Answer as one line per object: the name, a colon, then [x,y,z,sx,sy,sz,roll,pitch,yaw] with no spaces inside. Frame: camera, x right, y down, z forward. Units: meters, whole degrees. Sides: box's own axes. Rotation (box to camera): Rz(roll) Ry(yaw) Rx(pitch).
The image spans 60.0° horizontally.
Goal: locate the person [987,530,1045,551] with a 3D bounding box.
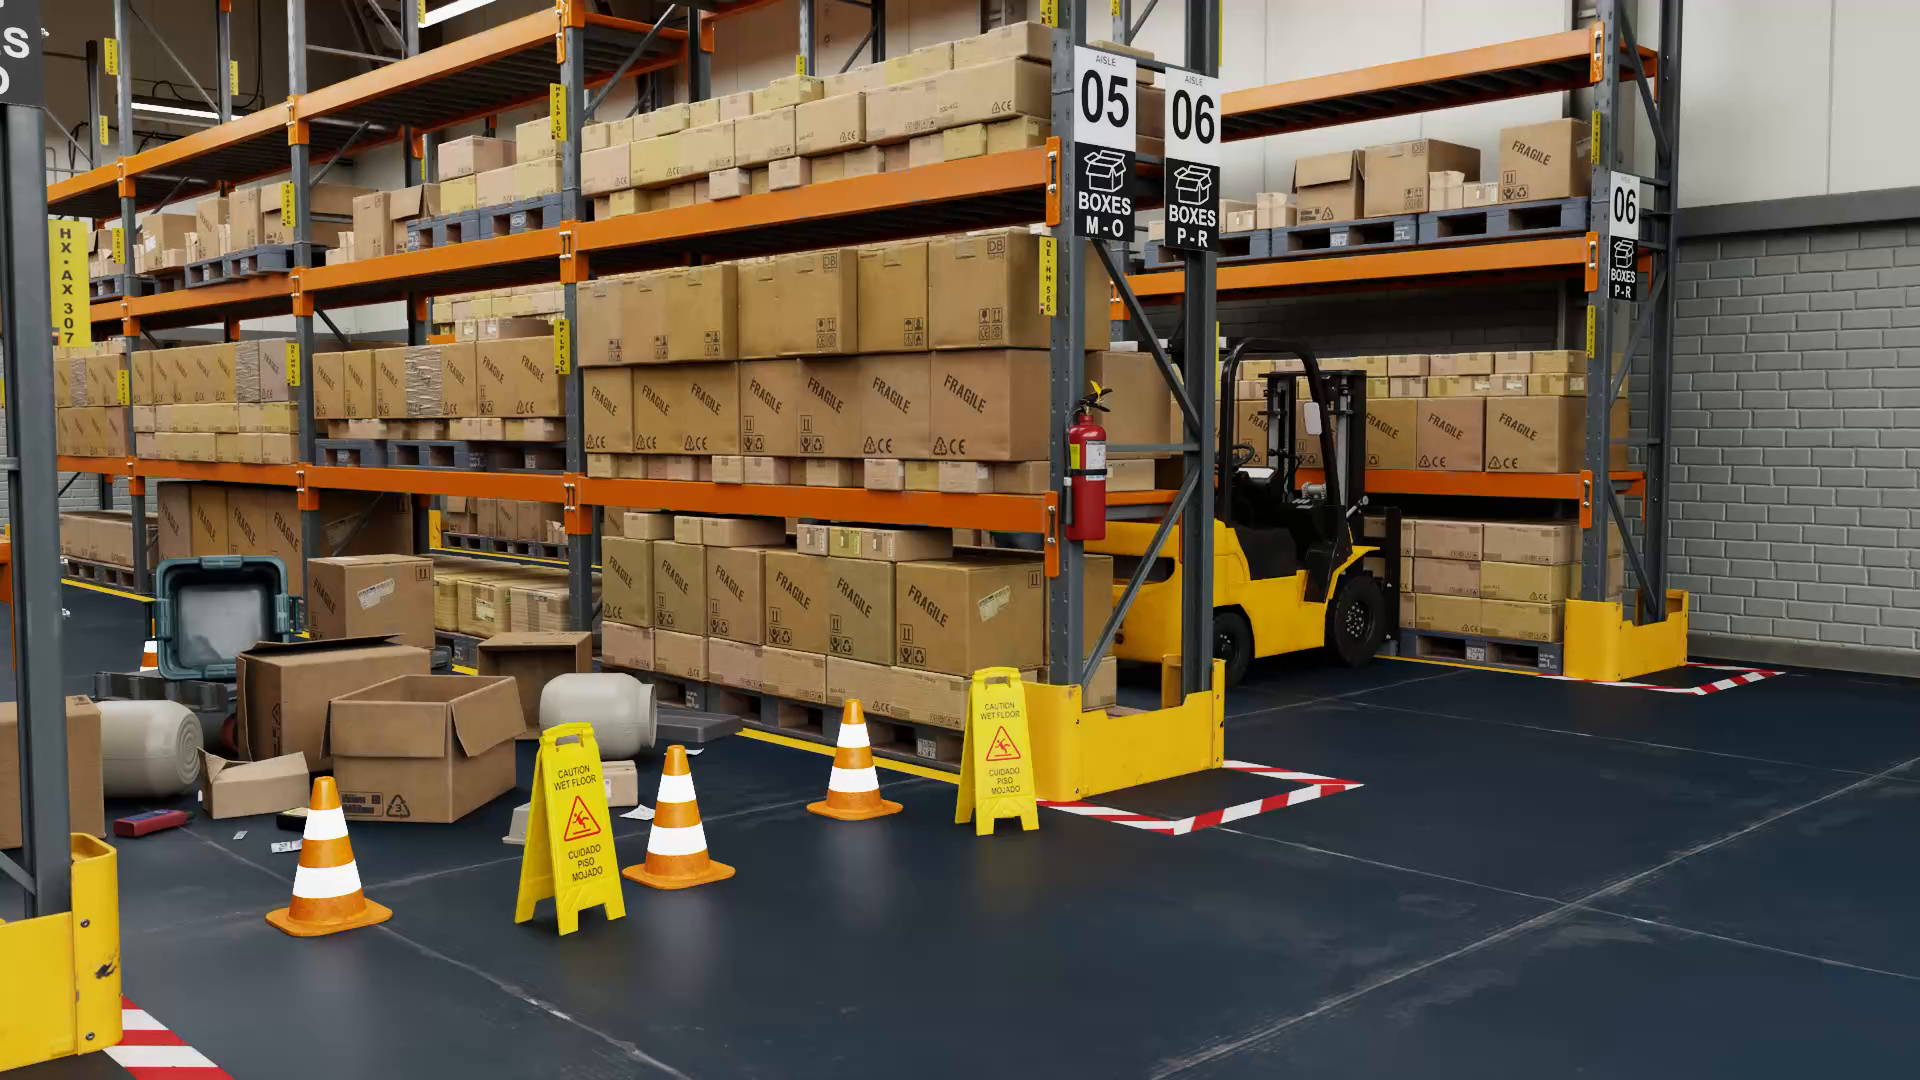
person: [0.431,-0.090,11.964,0.457,1.761,0.626,-4,5,-44]
